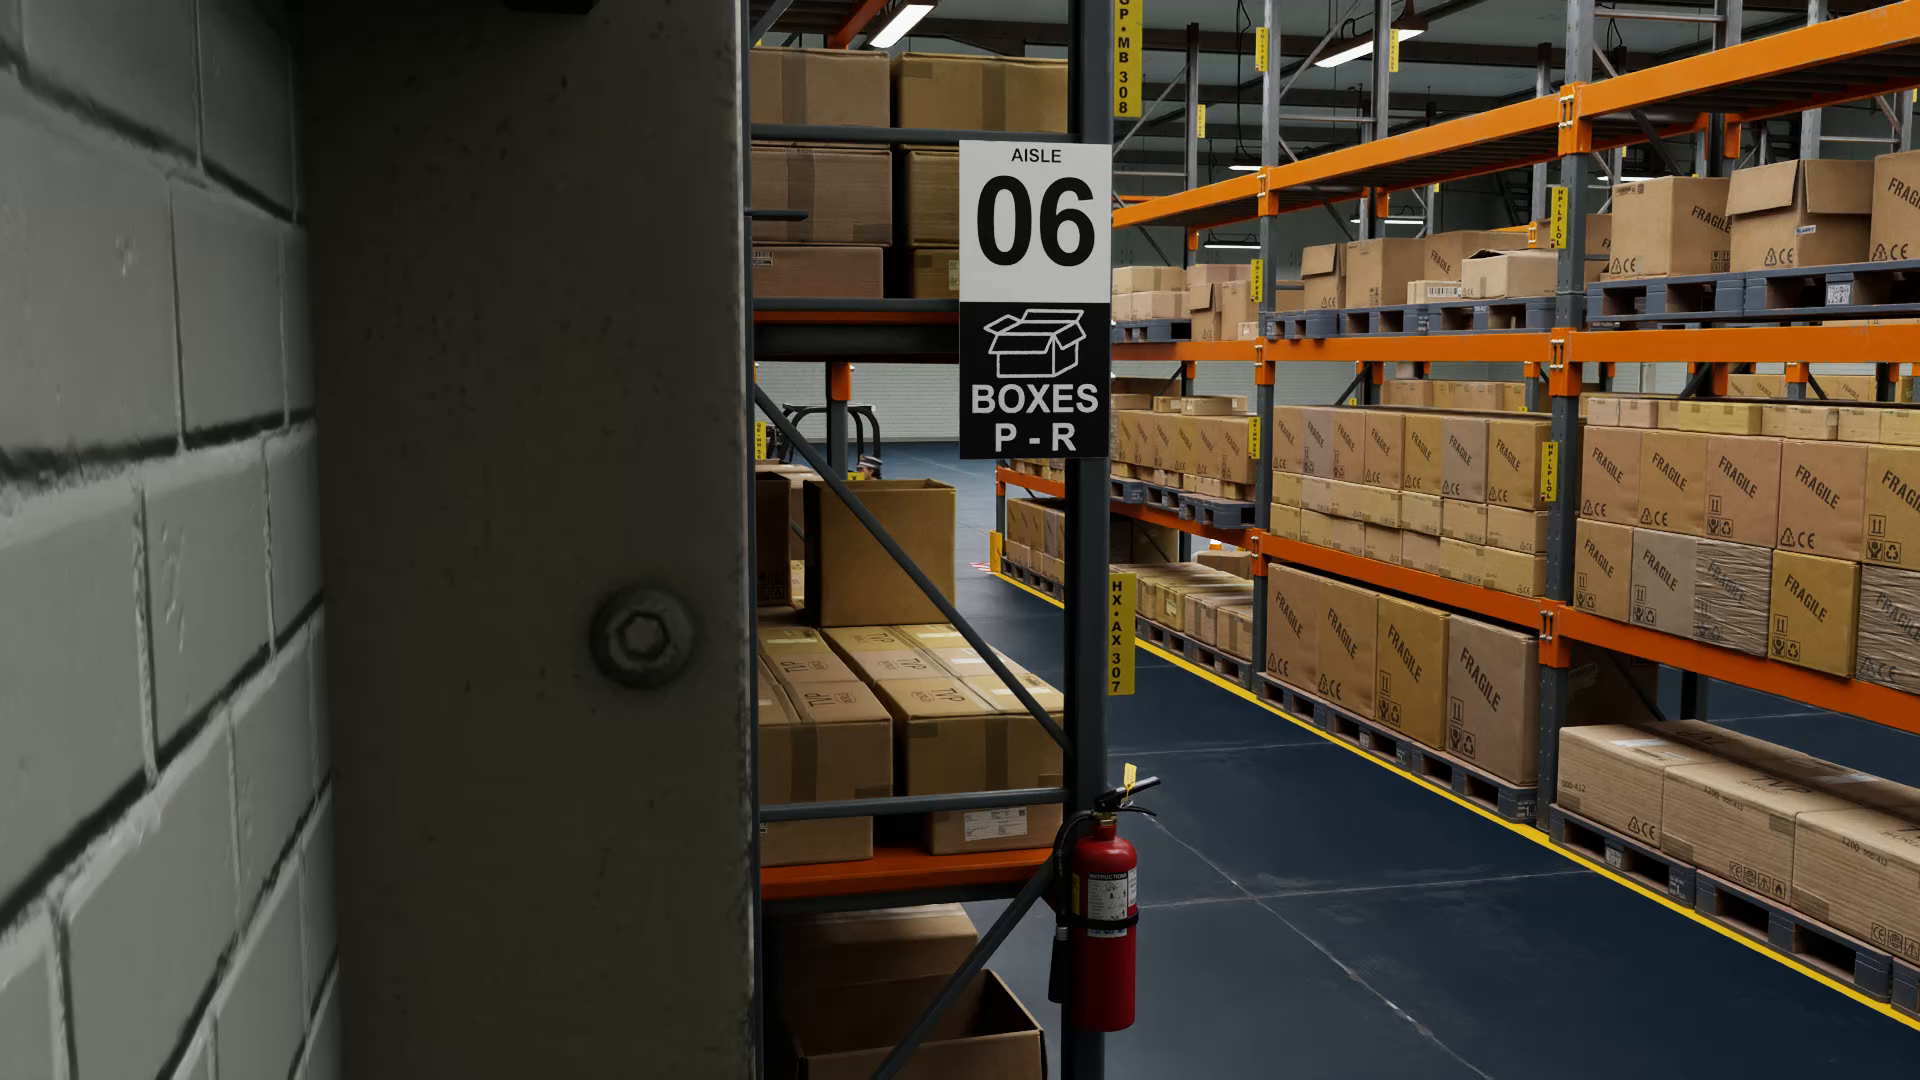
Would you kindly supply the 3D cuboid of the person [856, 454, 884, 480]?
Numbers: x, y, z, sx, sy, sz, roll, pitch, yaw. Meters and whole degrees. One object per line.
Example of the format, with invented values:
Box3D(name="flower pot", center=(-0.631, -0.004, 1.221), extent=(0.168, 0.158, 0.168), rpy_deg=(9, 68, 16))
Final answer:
Box3D(name="person", center=(-0.966, -0.030, 16.943), extent=(0.497, 1.692, 0.509), rpy_deg=(-2, 7, -19))
